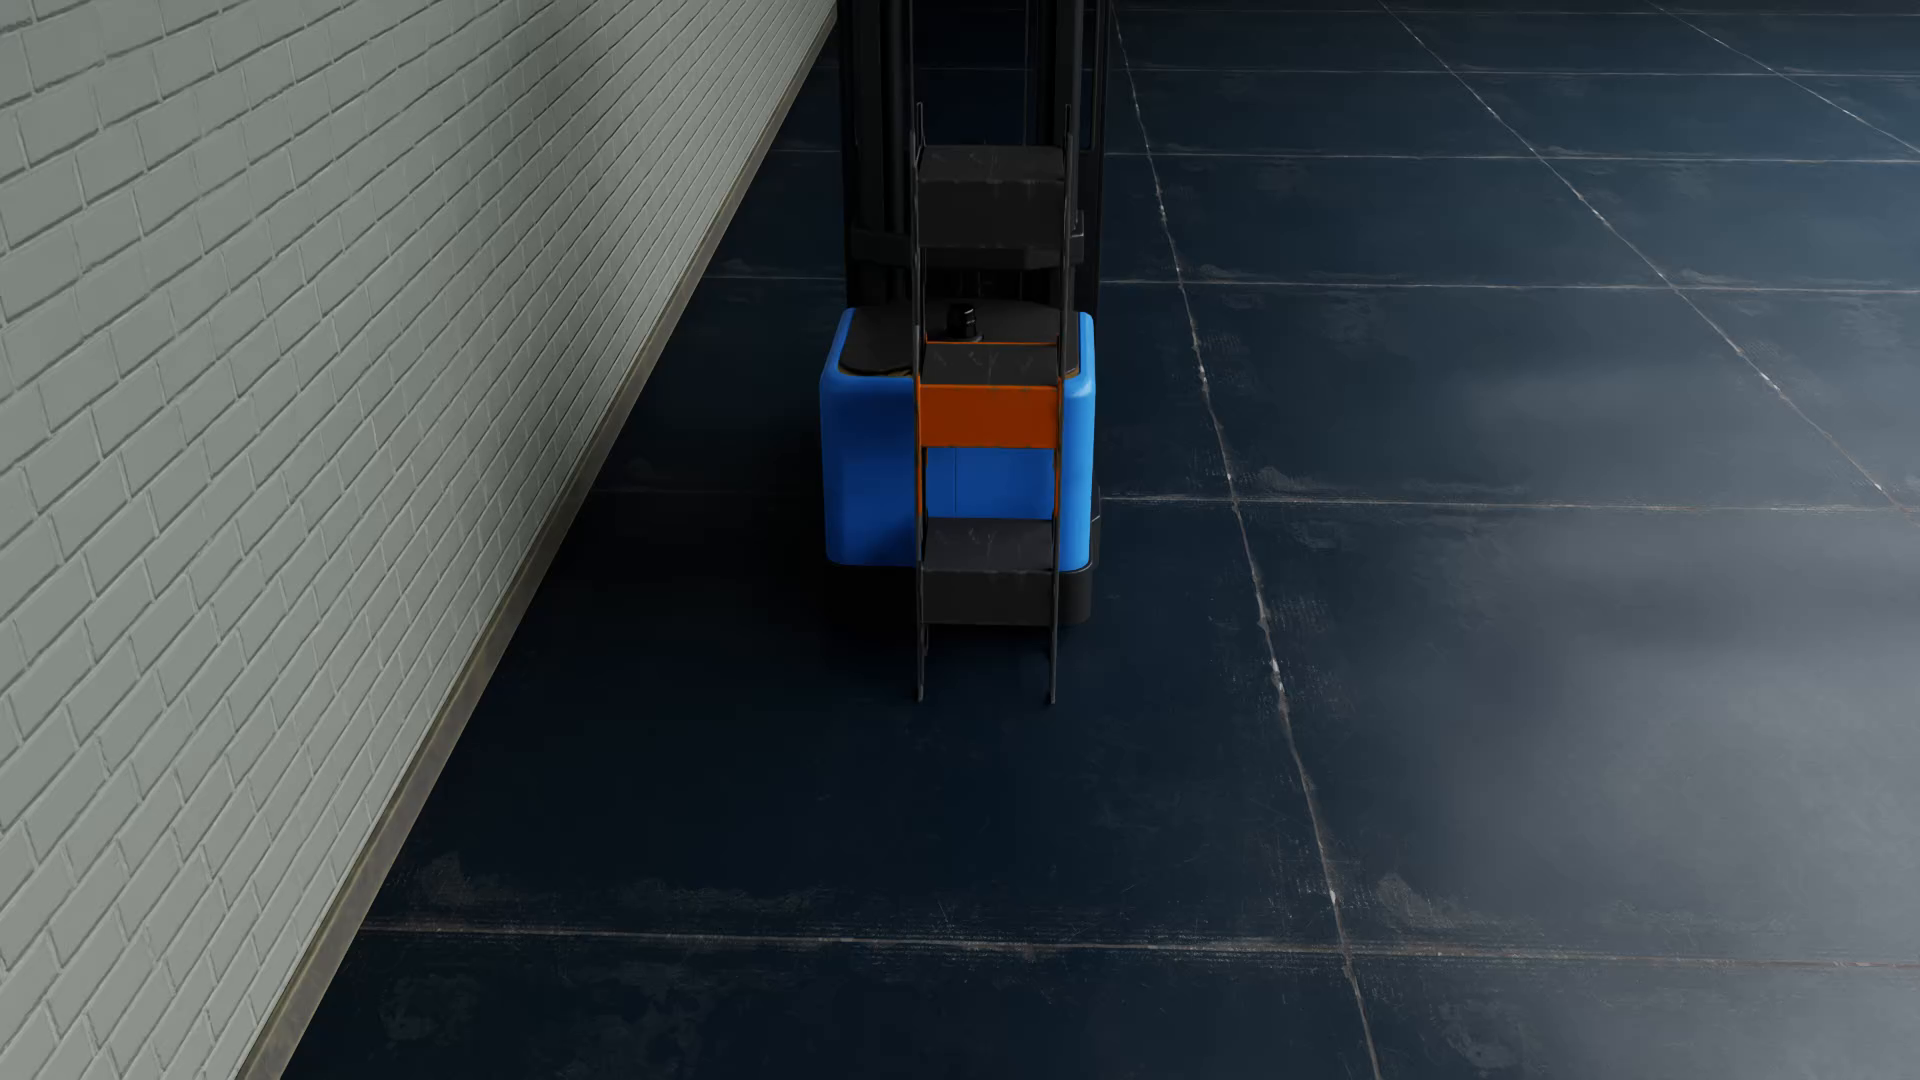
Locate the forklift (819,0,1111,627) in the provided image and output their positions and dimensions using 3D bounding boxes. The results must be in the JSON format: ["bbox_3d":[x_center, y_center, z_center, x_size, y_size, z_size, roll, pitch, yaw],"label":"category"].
[{"bbox_3d":[0.068,-1.613,7.163,1.130,2.935,3.031,2,28,3],"label":"forklift"}]

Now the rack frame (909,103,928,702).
[{"bbox_3d":[-0.140,-0.422,5.801,0.015,2.100,0.400,1,28,2],"label":"rack frame"}]

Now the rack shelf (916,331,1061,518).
[{"bbox_3d":[0.104,-0.406,5.799,0.480,0.518,0.431,1,28,2],"label":"rack shelf"}]

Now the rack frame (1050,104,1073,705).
[{"bbox_3d":[0.347,-0.413,5.784,0.015,2.100,0.400,1,28,2],"label":"rack frame"}]

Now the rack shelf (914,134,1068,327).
[{"bbox_3d":[0.103,-1.022,5.466,0.480,0.518,0.431,1,28,2],"label":"rack shelf"}]

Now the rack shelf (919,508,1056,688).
[{"bbox_3d":[0.104,0.210,6.132,0.480,0.518,0.431,1,28,2],"label":"rack shelf"}]

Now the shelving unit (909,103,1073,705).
[{"bbox_3d":[0.104,-0.418,5.792,0.503,2.100,0.431,1,28,2],"label":"shelving unit"}]
